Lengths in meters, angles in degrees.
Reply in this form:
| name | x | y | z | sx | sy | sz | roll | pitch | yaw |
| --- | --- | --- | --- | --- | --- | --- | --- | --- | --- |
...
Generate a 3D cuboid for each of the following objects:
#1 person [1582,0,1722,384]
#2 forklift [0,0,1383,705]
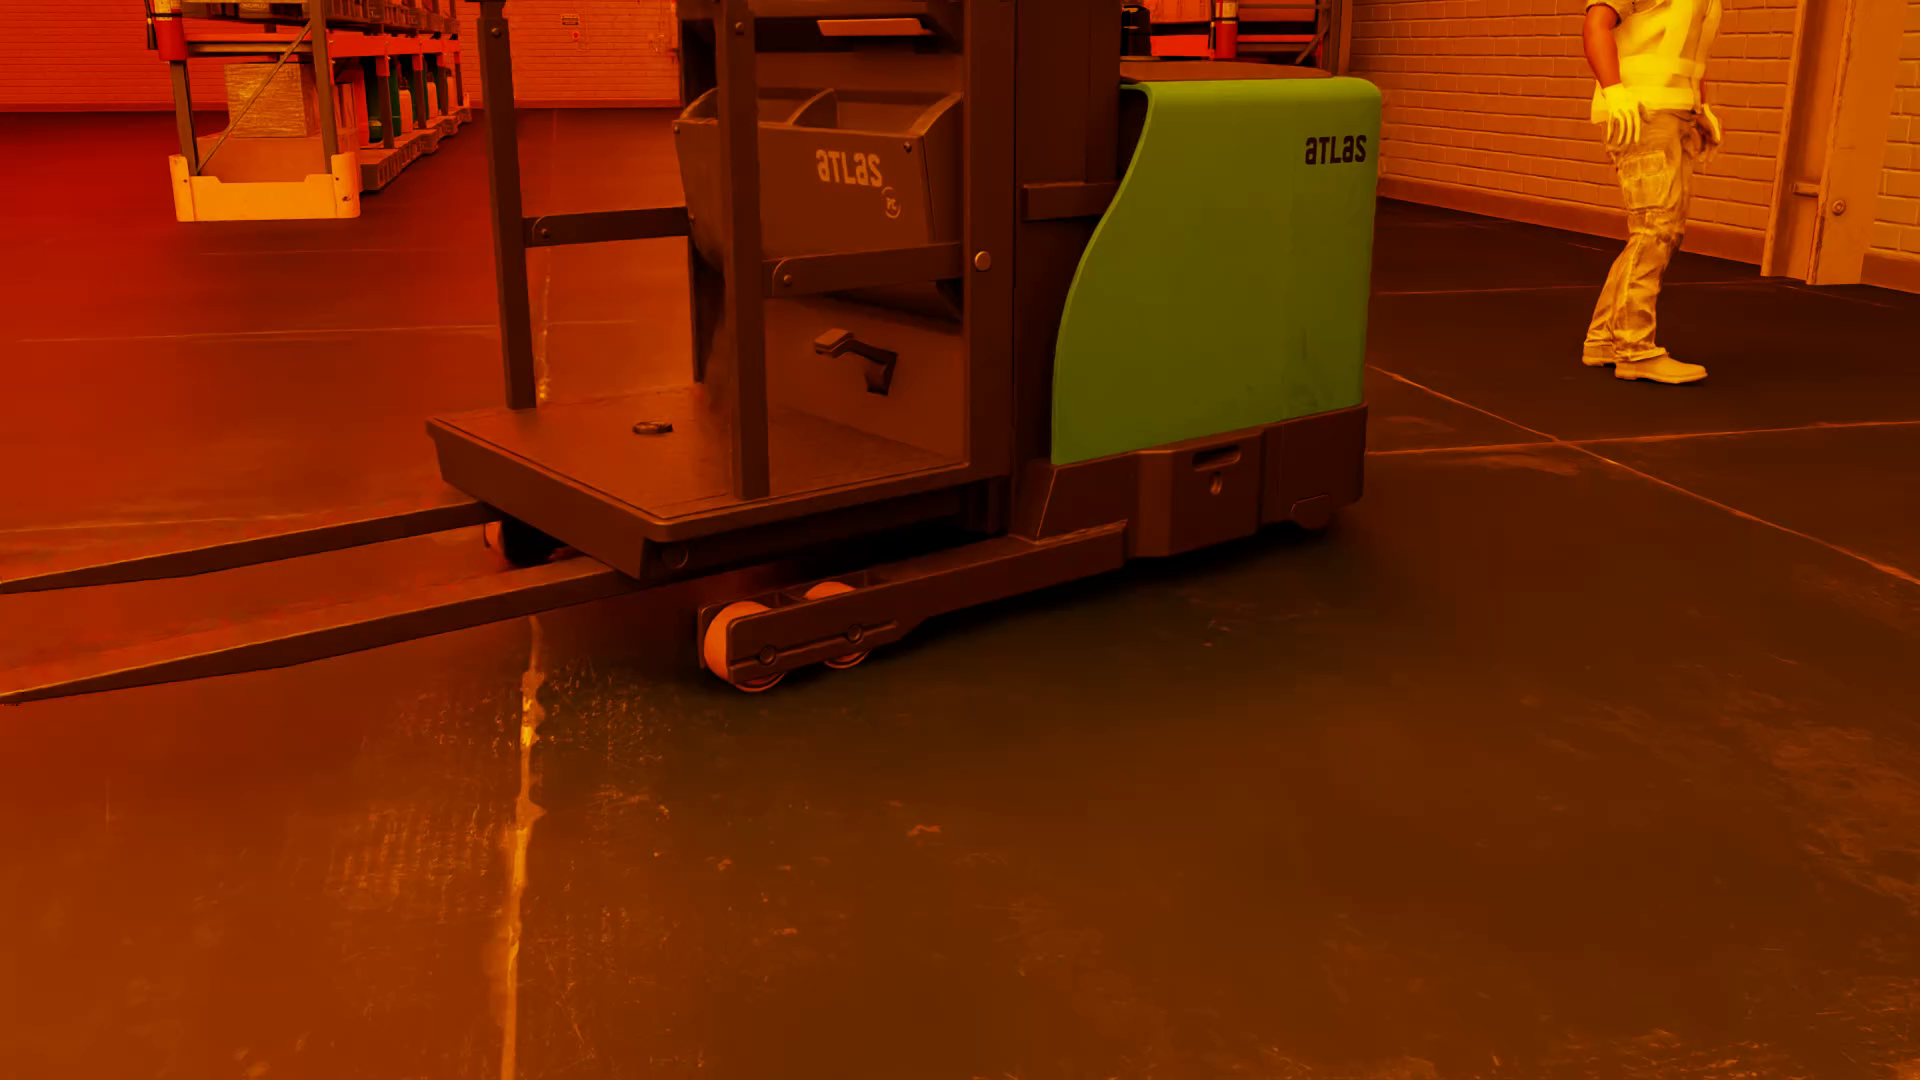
| name | x | y | z | sx | sy | sz | roll | pitch | yaw |
| --- | --- | --- | --- | --- | --- | --- | --- | --- | --- |
| person | 2.505 | -1.463 | 5.850 | 0.518 | 1.764 | 0.784 | 13 | 21 | 37 |
| forklift | -0.475 | -1.293 | 3.221 | 3.031 | 2.935 | 1.130 | -13 | 21 | -36 |
